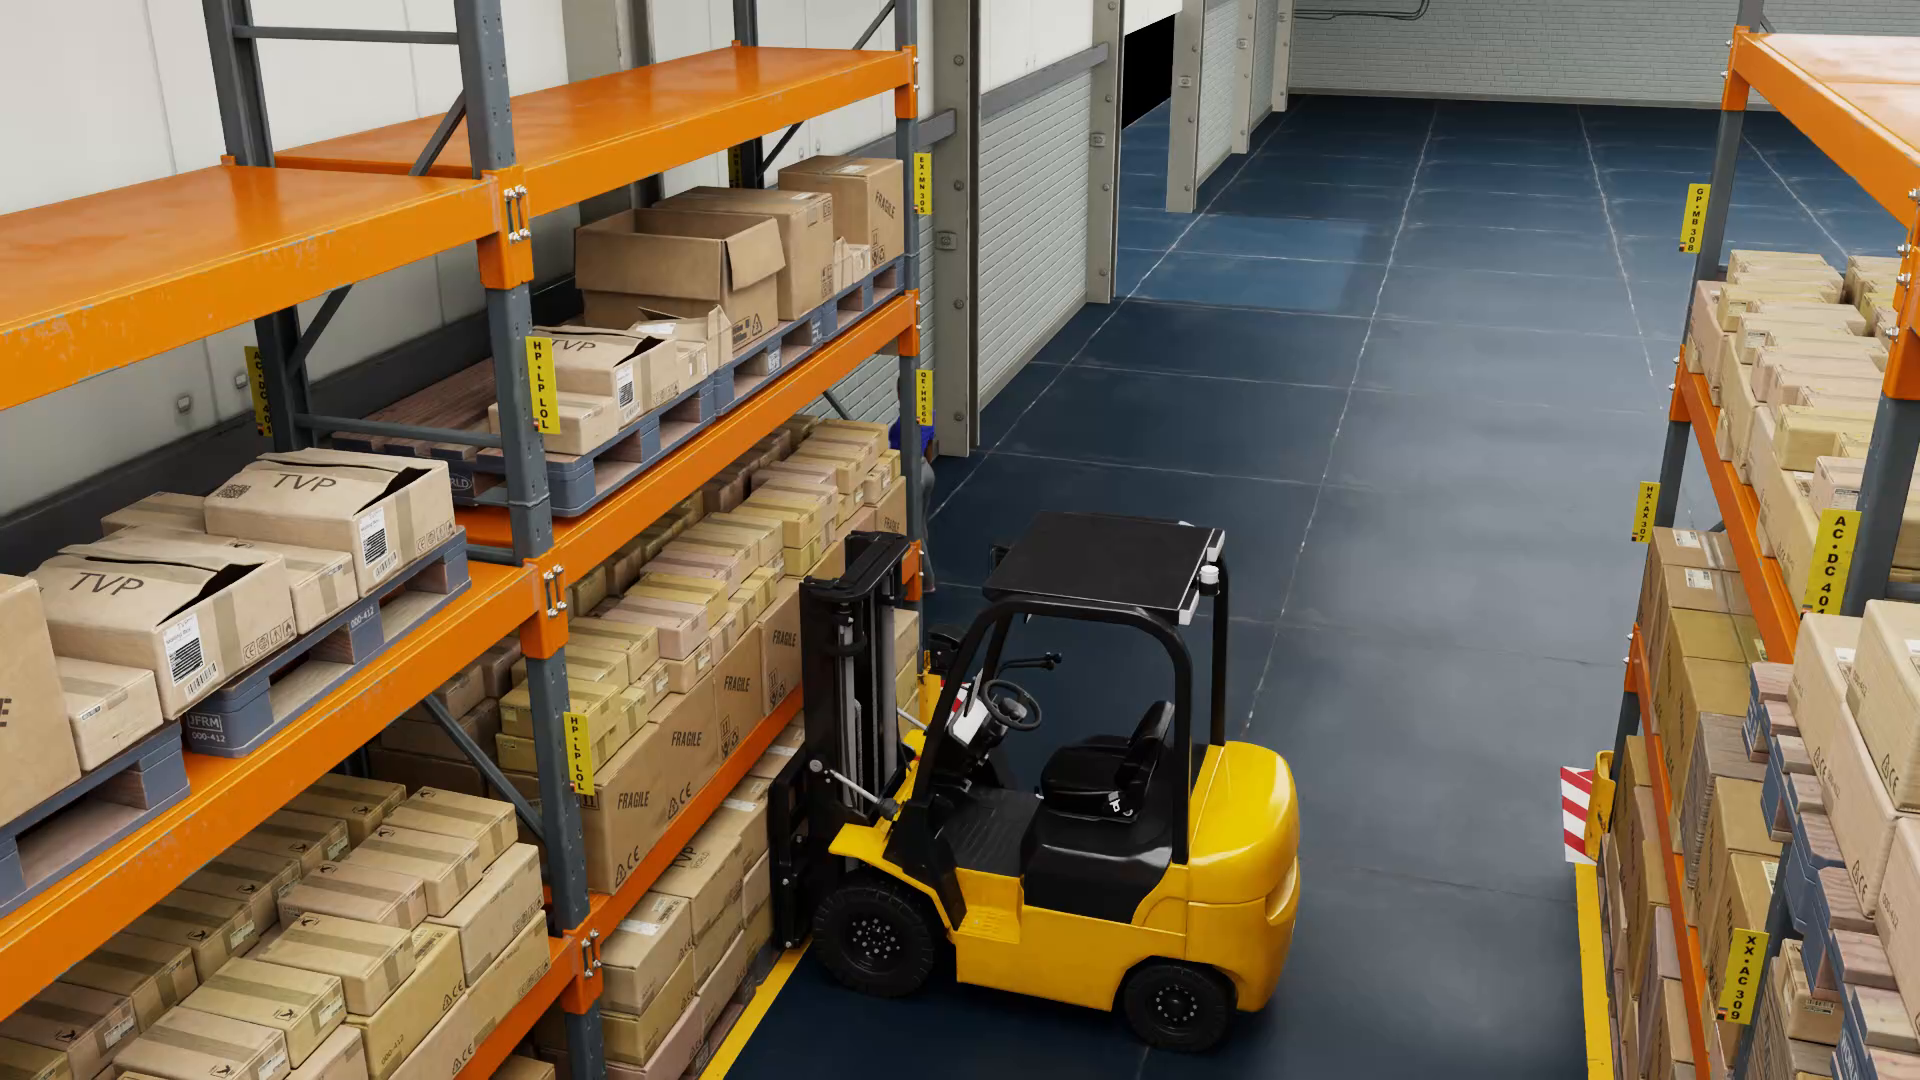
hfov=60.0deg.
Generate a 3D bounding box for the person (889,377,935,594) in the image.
[{"bbox_3d":[-0.372,-0.423,12.120,0.502,1.668,0.461,10,24,24],"label":"person"}]
